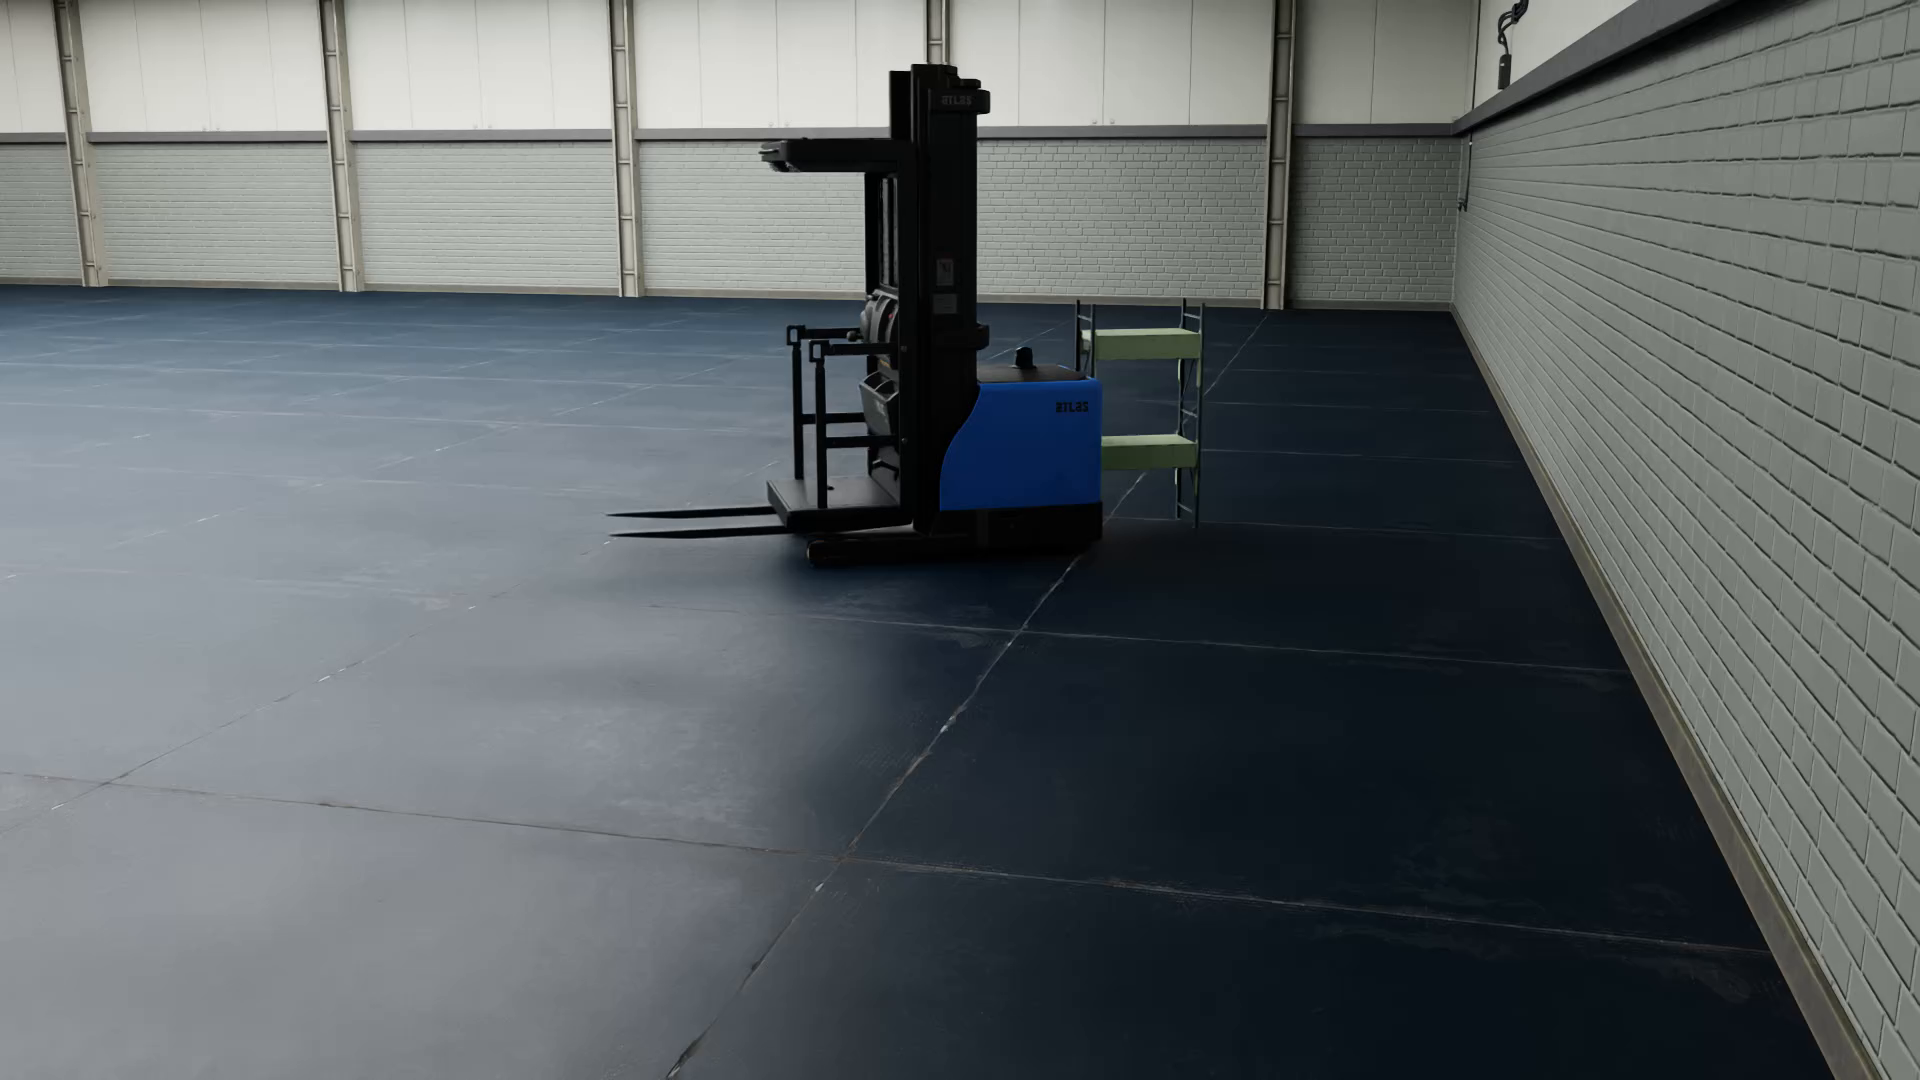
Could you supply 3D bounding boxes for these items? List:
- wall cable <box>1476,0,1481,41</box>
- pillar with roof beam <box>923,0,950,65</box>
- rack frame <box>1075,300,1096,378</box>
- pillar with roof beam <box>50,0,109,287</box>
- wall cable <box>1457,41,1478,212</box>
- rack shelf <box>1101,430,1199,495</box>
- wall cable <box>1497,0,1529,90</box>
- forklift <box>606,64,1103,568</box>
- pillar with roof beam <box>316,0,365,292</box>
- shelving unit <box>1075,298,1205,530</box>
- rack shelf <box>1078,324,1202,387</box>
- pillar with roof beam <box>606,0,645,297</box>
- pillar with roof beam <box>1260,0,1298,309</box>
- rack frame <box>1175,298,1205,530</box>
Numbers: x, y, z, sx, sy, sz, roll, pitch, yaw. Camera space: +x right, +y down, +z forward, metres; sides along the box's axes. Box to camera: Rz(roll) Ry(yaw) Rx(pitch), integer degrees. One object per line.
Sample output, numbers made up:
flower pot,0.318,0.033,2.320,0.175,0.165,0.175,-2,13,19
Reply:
wall cable,7.310,-8.354,23.121,0.112,2.526,3.097,3,13,14
pillar with roof beam,-1.442,-7.810,25.161,0.400,9.000,9.100,3,13,14
rack frame,0.812,-0.807,10.907,0.023,1.500,0.400,-3,13,-11
pillar with roof beam,-18.917,-8.744,29.371,0.400,9.000,9.100,3,13,14
wall cable,7.958,-6.457,26.232,0.112,2.526,3.097,3,13,14
rack shelf,1.170,-0.505,11.050,0.720,0.370,0.431,-3,13,-11
wall cable,5.669,-7.638,16.533,0.169,6.003,2.305,3,13,14
forklift,-0.681,-1.390,10.231,3.031,2.935,1.130,-3,13,-13
pillar with roof beam,-13.092,-8.433,27.968,0.400,9.000,9.100,3,13,14
shelving unit,1.170,-0.823,10.980,0.755,1.500,0.431,-3,13,-11
rack shelf,1.170,-1.204,10.895,0.720,0.370,0.431,-3,13,-11
pillar with roof beam,-7.267,-8.122,26.564,0.400,9.000,9.100,3,13,14
pillar with roof beam,4.384,-7.499,23.758,0.400,9.000,9.100,3,13,14
rack frame,1.529,-0.839,11.052,0.023,1.500,0.400,-3,13,-11
